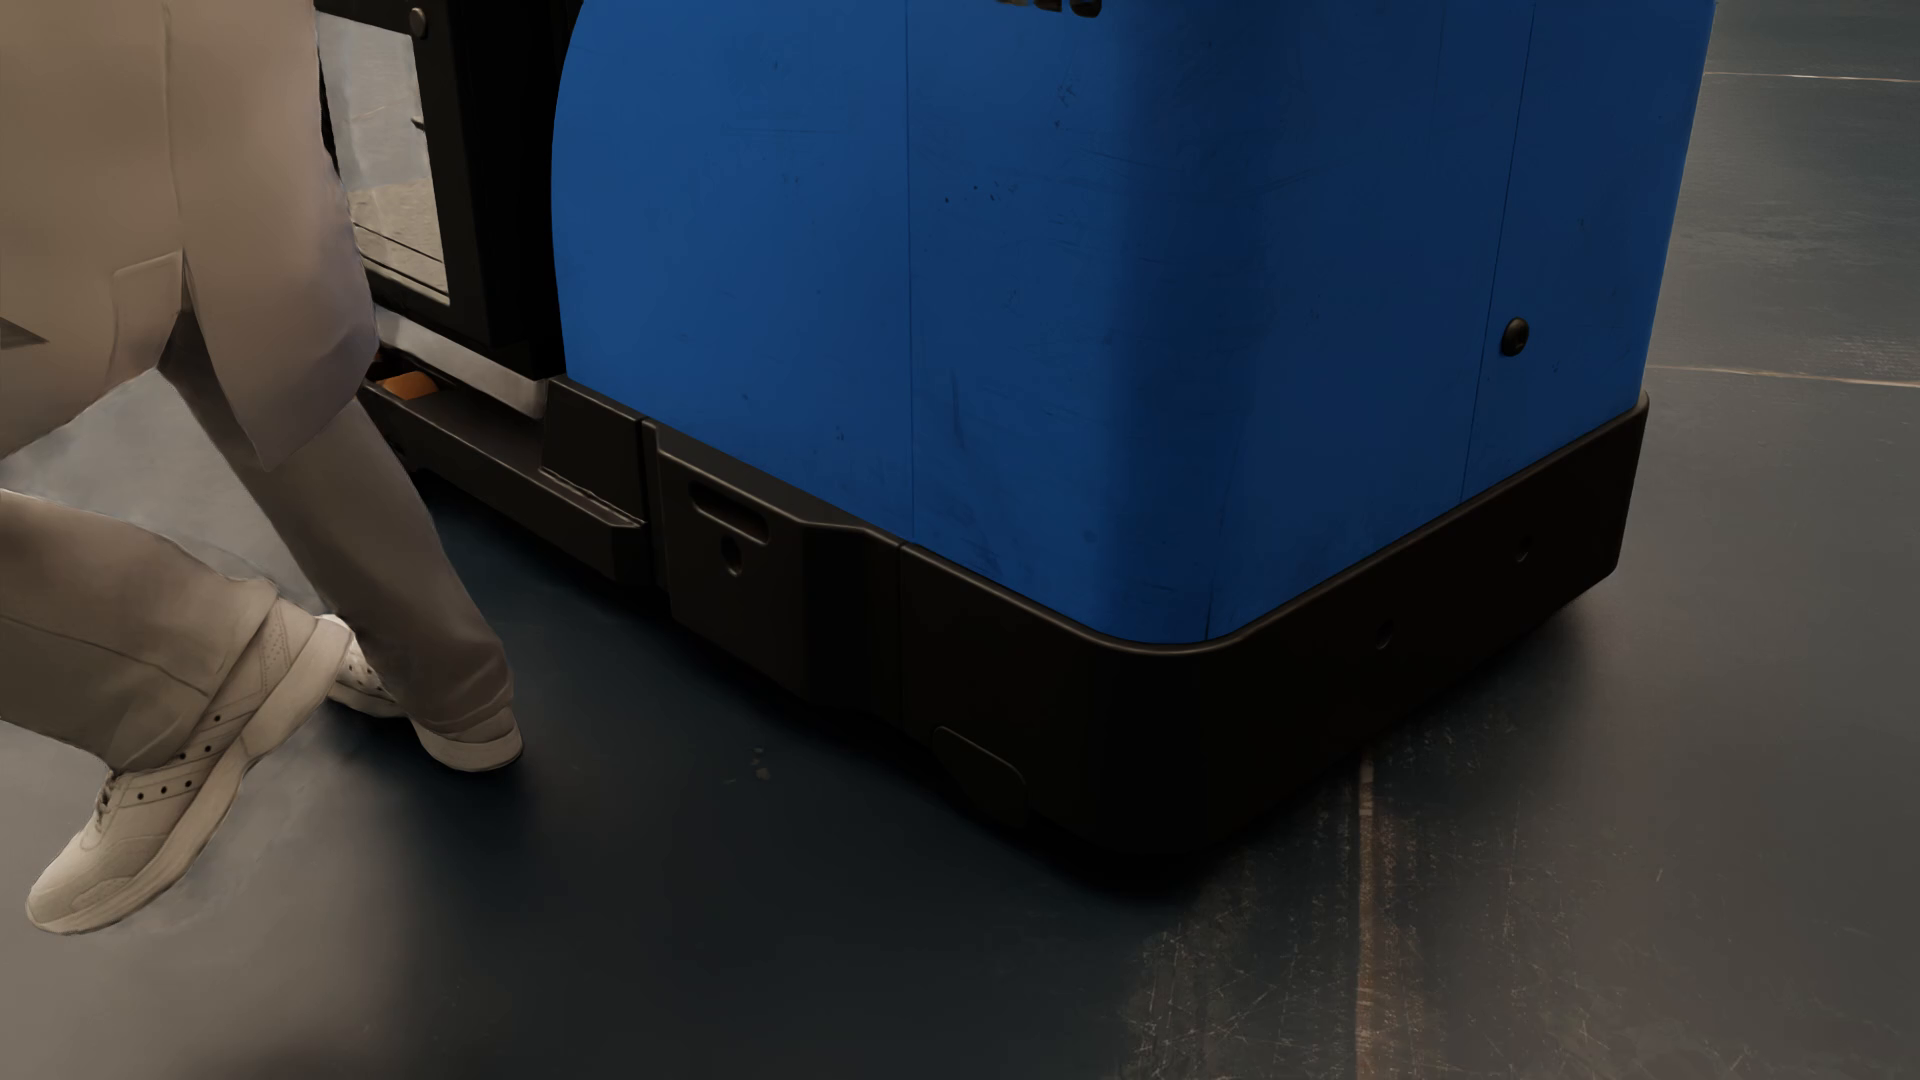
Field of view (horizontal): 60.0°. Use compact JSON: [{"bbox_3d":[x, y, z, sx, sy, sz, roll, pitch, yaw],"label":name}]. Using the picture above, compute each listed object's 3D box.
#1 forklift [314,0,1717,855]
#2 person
[{"bbox_3d":[-0.477,-1.556,2.330,1.130,2.935,3.031,-24,35,-38],"label":"forklift"},{"bbox_3d":[-0.788,-0.302,1.428,0.706,1.505,0.808,16,31,29],"label":"person"}]
